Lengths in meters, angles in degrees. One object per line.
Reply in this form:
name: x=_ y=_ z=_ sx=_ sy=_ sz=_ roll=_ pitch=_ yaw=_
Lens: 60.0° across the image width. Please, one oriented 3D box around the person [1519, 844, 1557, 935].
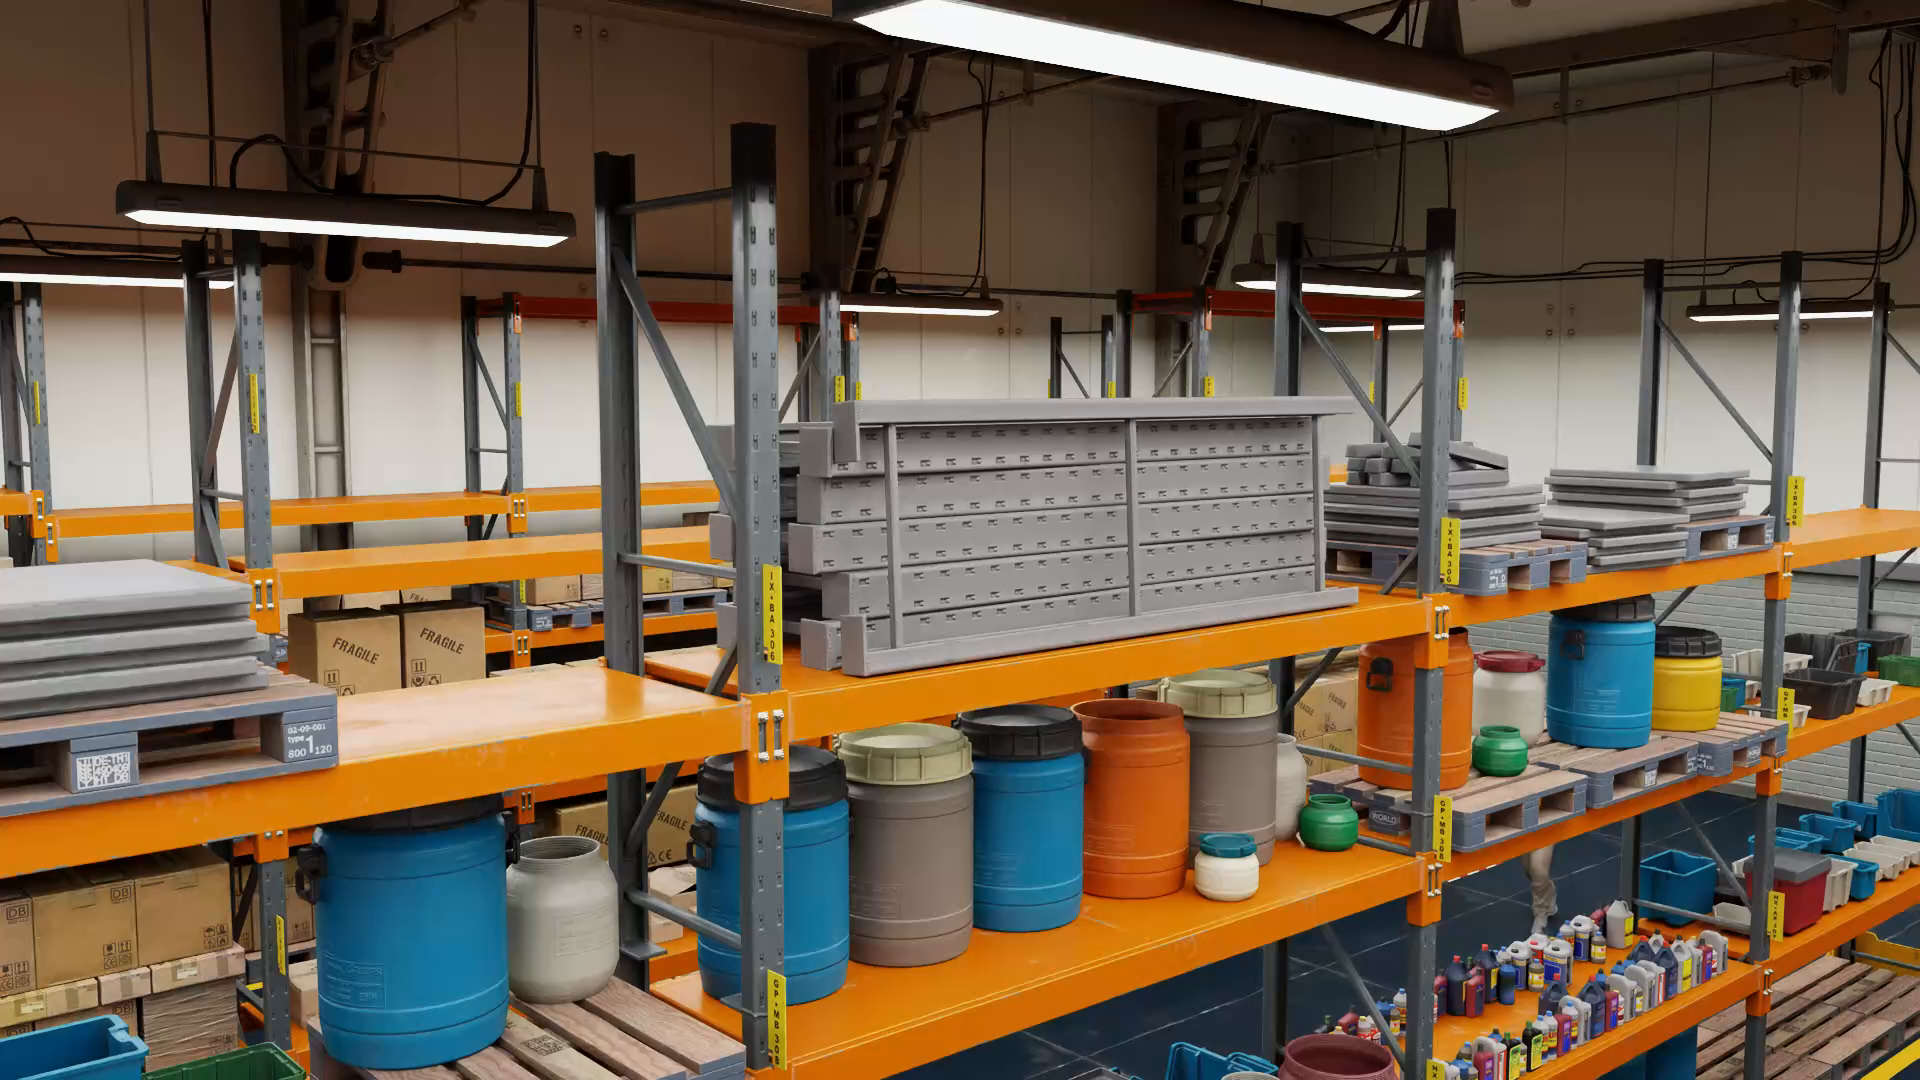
person: x=5.456 y=2.817 z=15.987 sx=0.671 sy=1.745 sz=0.855 roll=4 pitch=7 yaw=37
